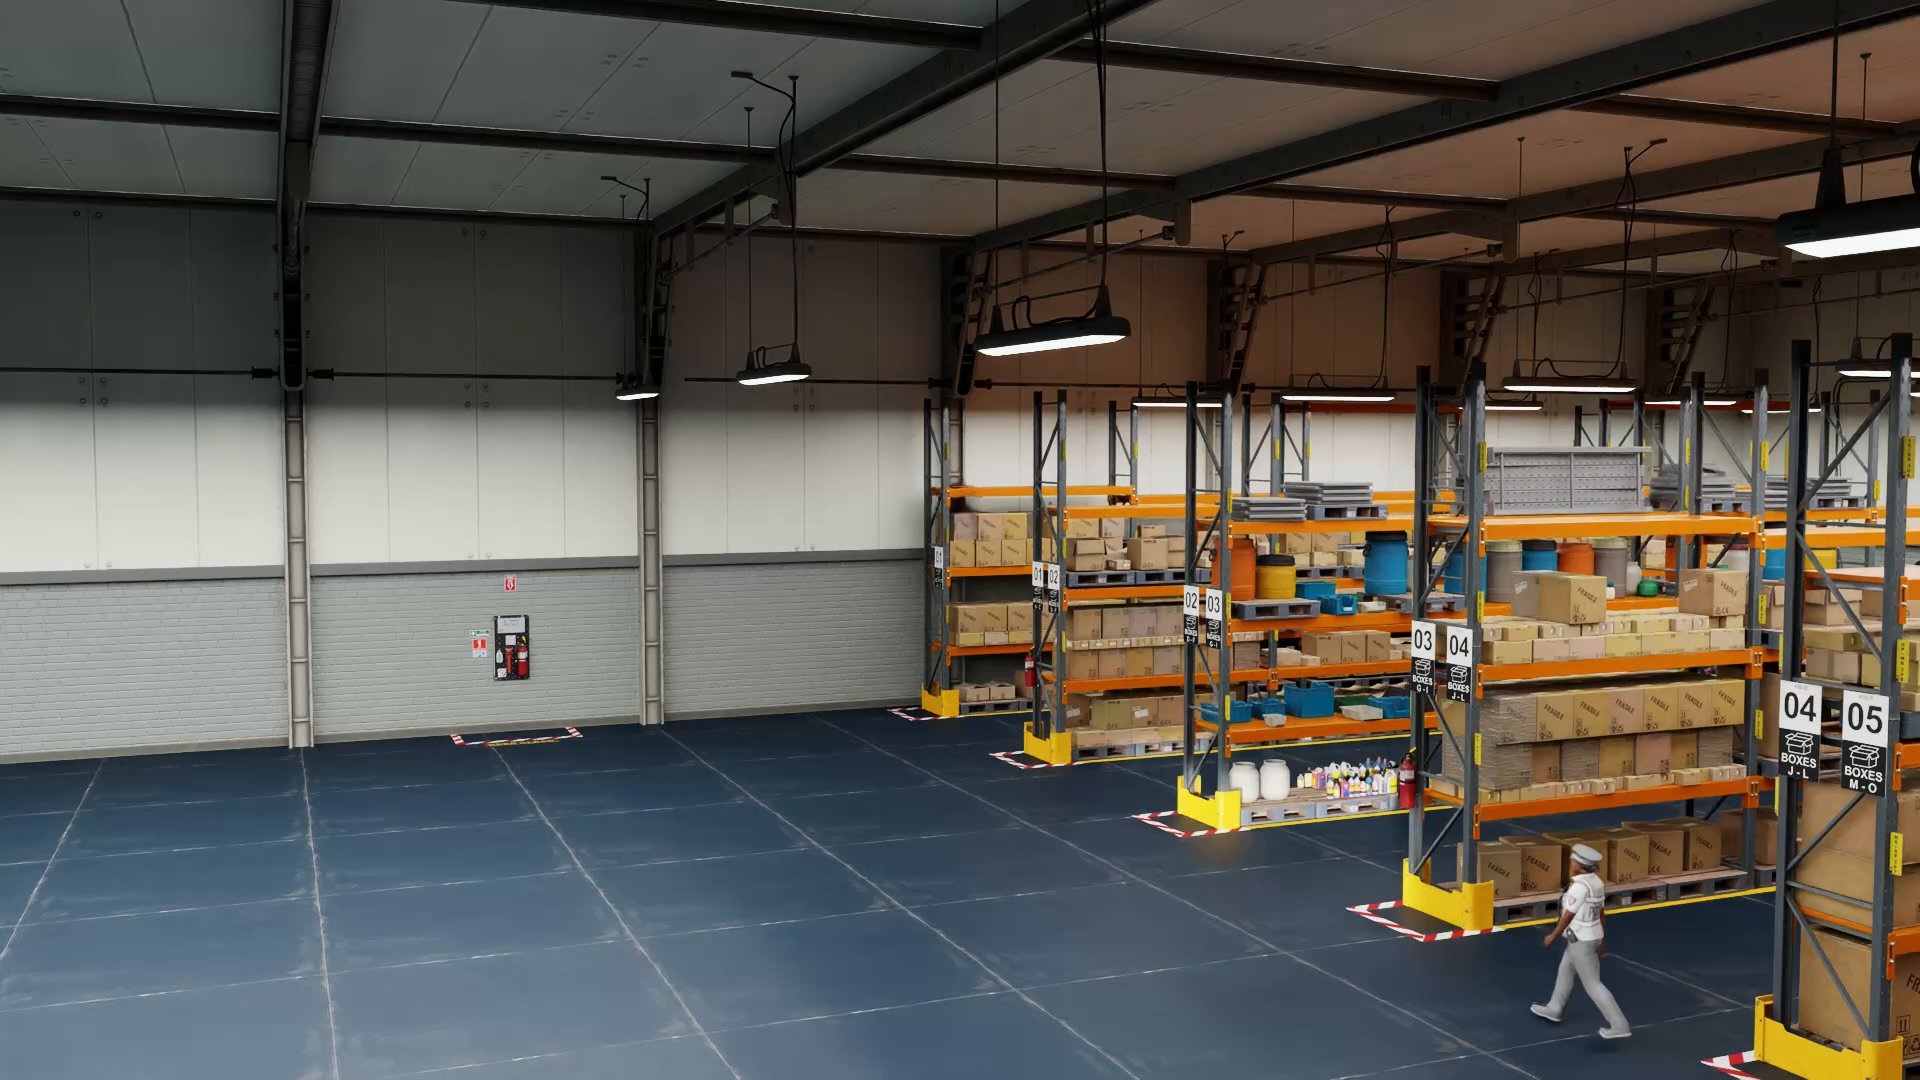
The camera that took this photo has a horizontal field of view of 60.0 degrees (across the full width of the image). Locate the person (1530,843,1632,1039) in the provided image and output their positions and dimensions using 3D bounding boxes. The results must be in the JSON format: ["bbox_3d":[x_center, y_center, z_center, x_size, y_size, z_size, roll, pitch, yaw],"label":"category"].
[{"bbox_3d":[5.420,3.476,14.534,0.971,1.644,0.460,3,5,42],"label":"person"}]
